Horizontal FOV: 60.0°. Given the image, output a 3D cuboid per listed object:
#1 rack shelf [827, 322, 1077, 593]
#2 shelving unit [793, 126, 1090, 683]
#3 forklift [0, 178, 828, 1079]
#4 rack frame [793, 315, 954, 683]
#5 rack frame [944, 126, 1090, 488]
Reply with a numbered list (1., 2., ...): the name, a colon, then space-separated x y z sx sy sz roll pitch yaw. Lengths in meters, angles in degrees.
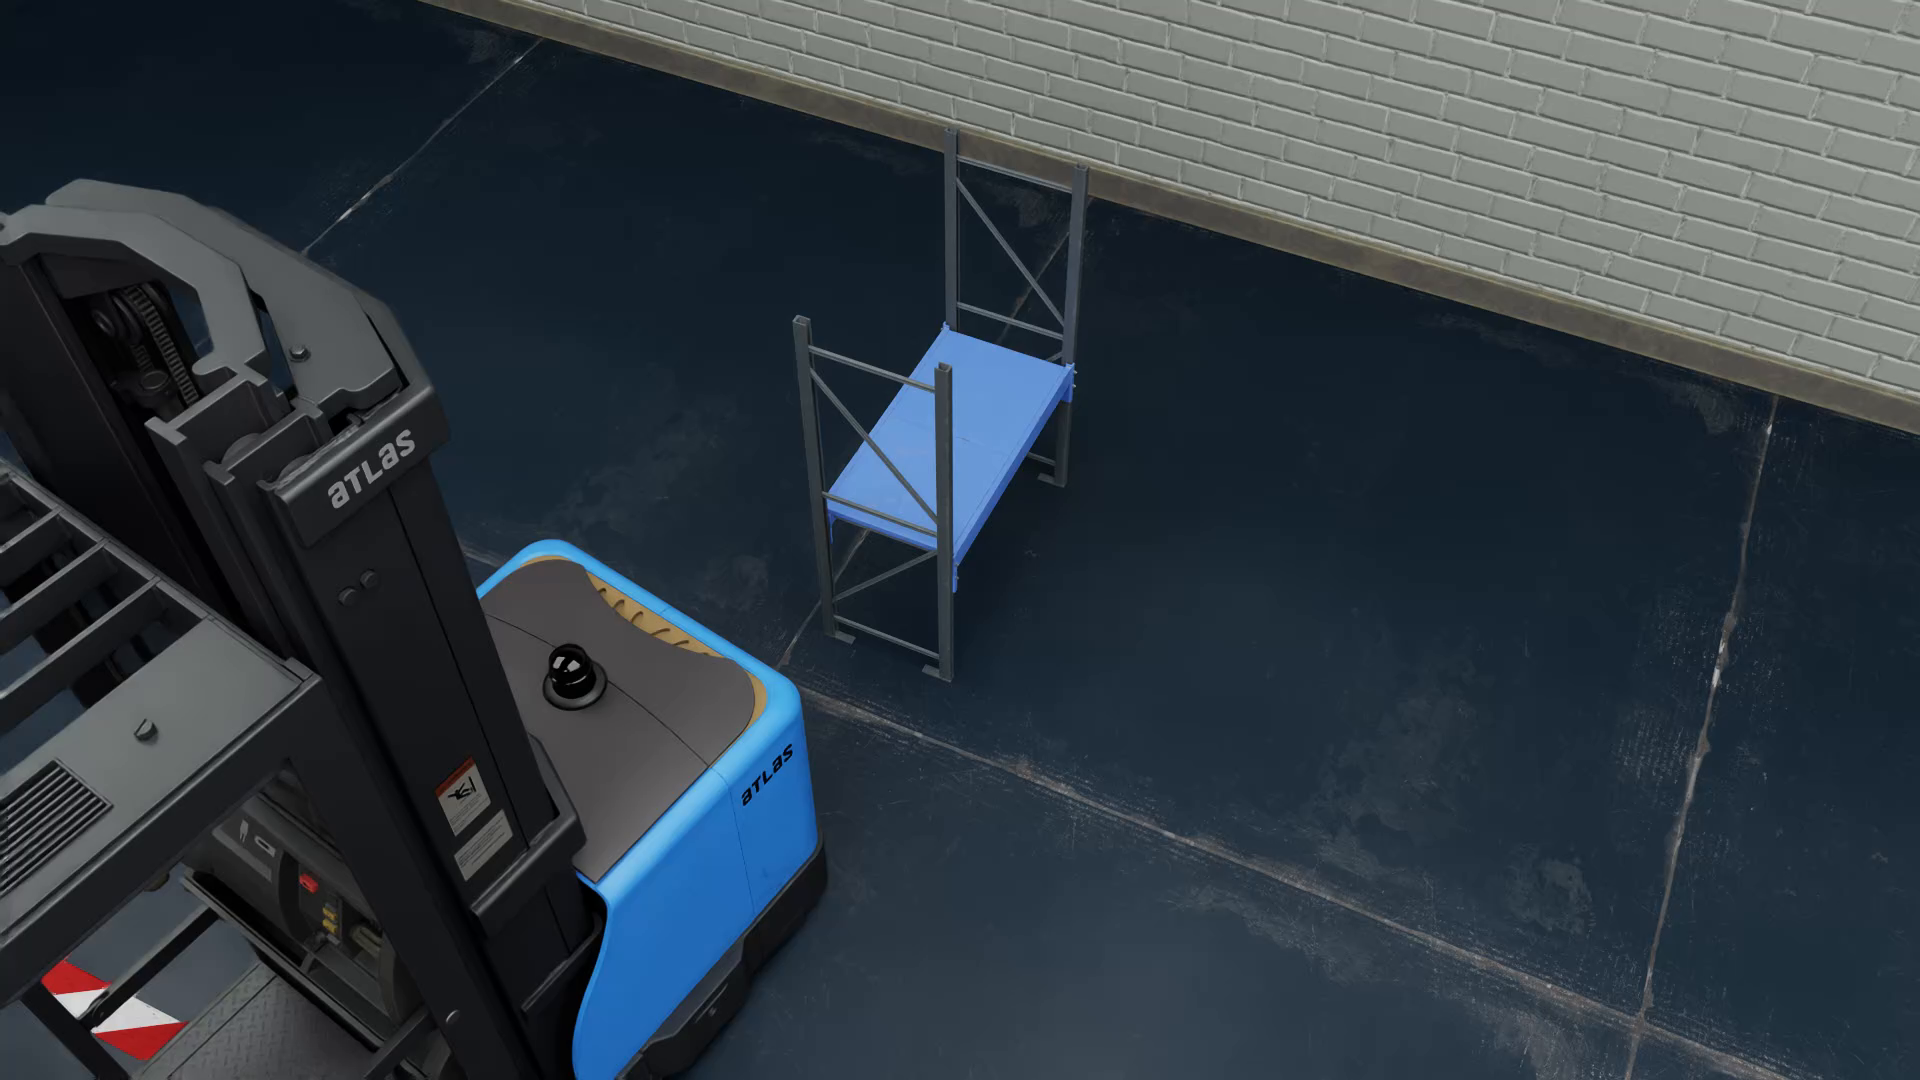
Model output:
1. rack shelf: -0.036 -0.311 5.766 0.538 0.185 1.000 20 52 16
2. shelving unit: -0.036 -0.427 5.629 0.538 1.500 1.048 20 52 16
3. forklift: -1.688 0.844 3.608 1.130 2.935 3.031 29 55 22
4. rack frame: -0.254 -0.077 5.331 0.500 1.500 0.032 20 52 16
5. rack frame: 0.181 -0.777 5.927 0.500 1.500 0.032 20 52 16
